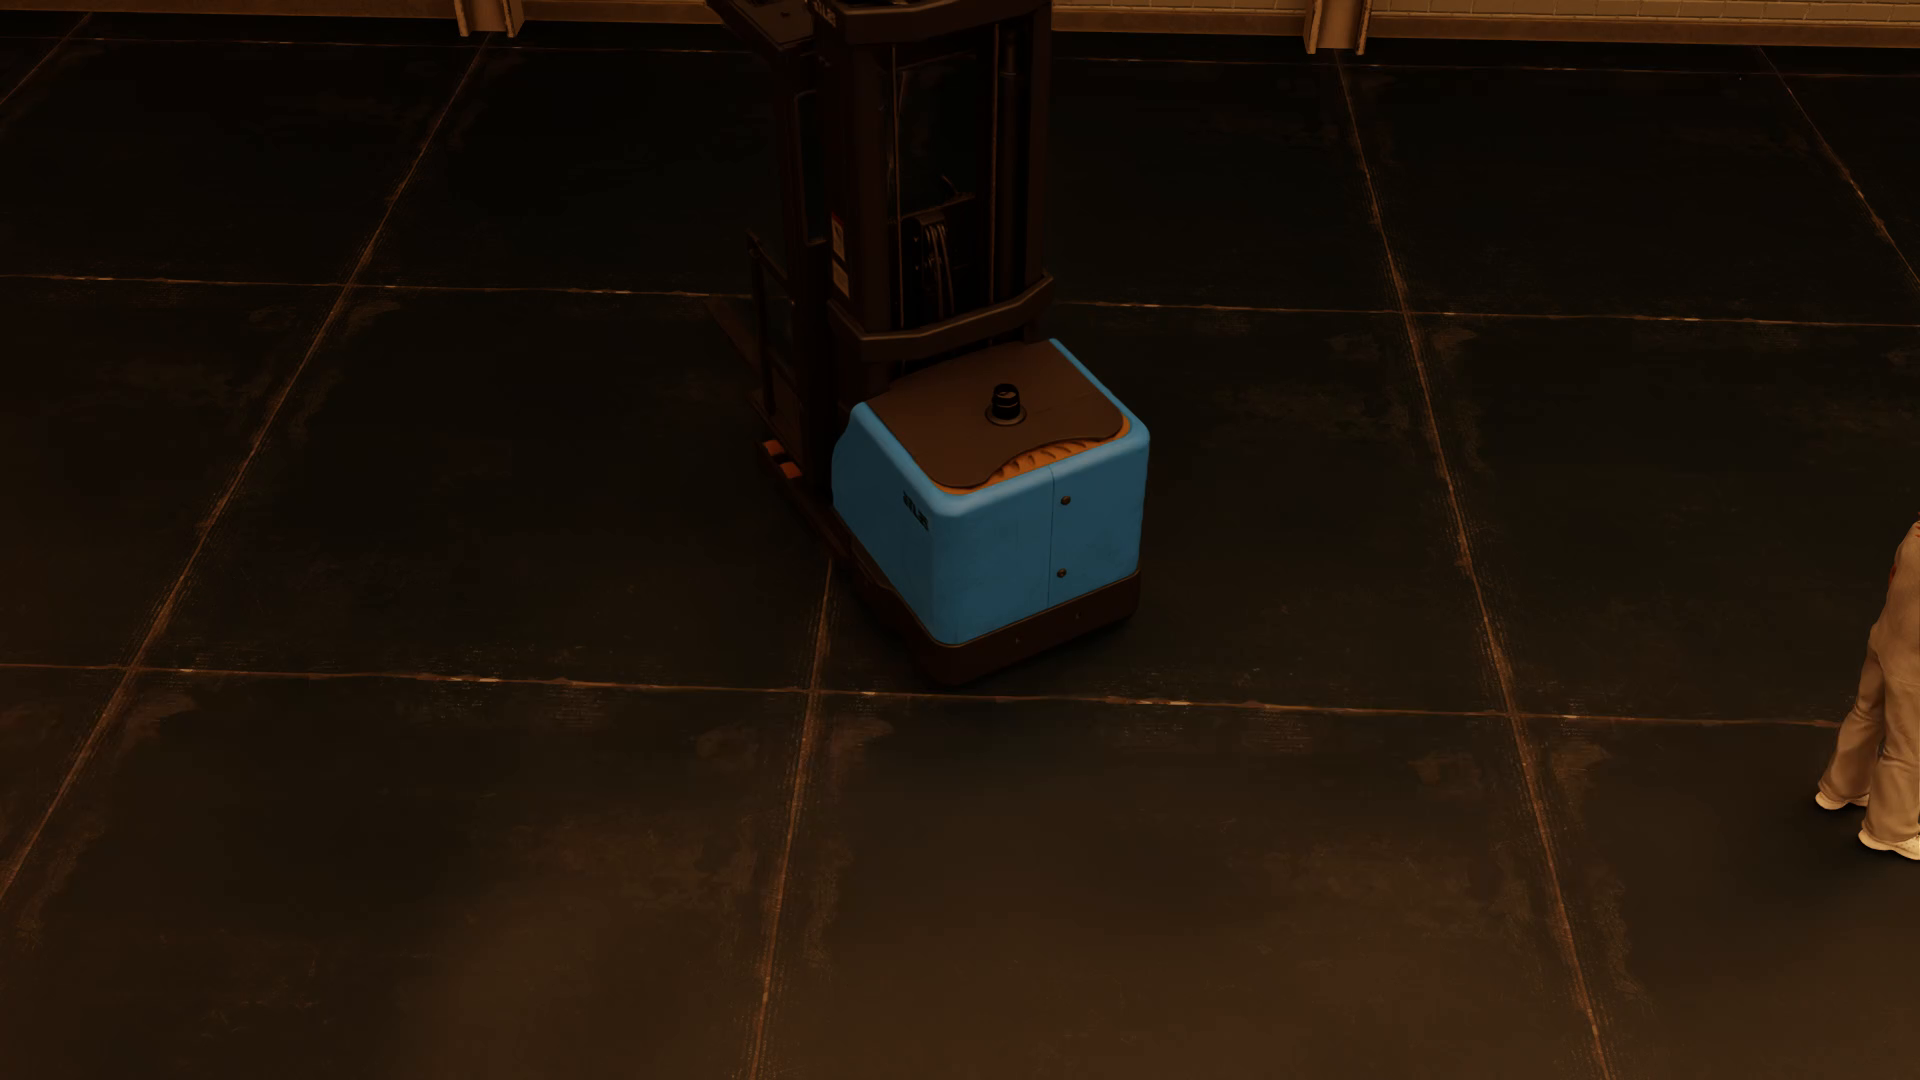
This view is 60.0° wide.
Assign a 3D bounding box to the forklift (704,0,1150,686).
[{"bbox_3d":[-0.358,-1.442,7.321,1.130,2.935,3.031,-21,46,-21],"label":"forklift"}]

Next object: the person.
[{"bbox_3d":[3.603,0.453,6.166,0.548,1.673,0.550,2,42,3],"label":"person"}]
